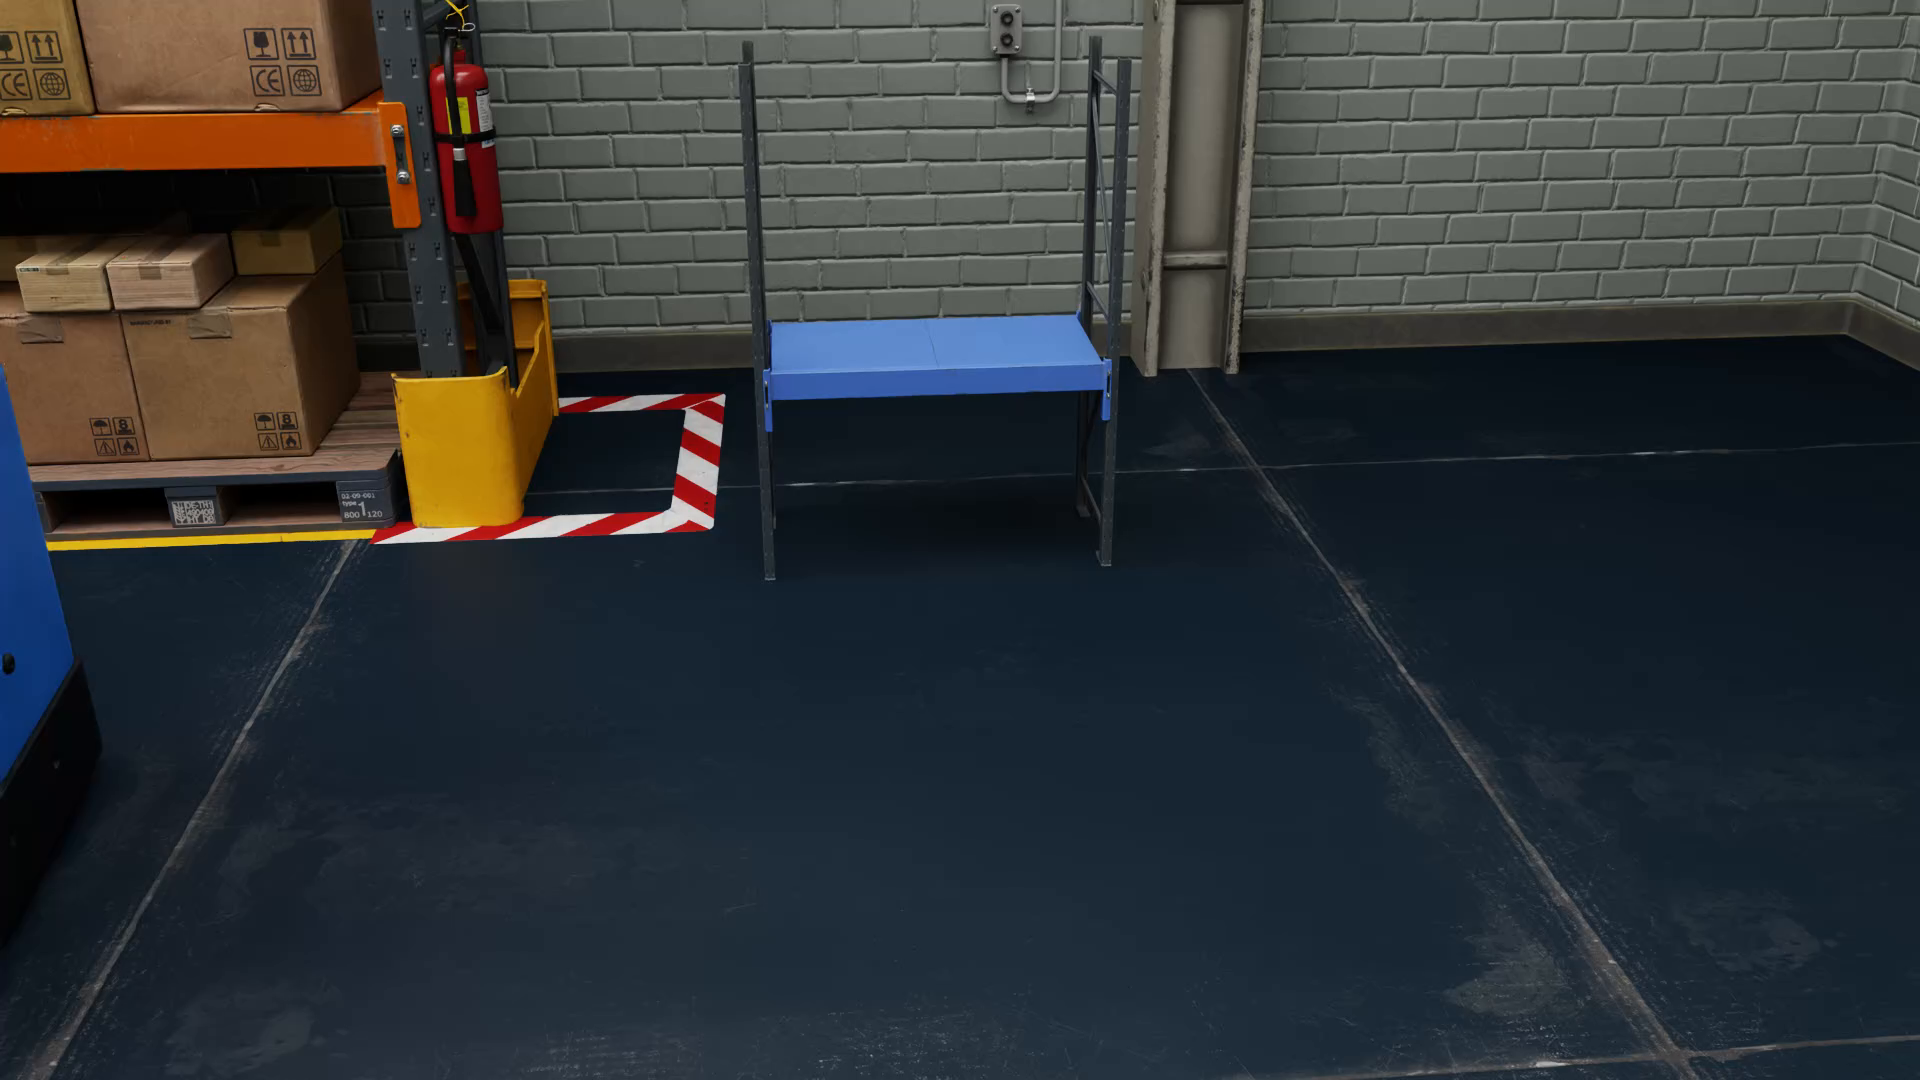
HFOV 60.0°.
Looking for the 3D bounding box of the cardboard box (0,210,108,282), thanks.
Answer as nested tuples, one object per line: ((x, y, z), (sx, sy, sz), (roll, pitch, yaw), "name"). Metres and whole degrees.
((-3.011, -0.980, 5.523), (0.250, 0.149, 0.380), (-2, 24, -5), "cardboard box")

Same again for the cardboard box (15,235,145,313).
((-2.726, -0.835, 5.198), (0.250, 0.149, 0.380), (-2, 24, -4), "cardboard box")

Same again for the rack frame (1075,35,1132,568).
((0.421, -0.702, 4.983), (0.032, 1.500, 0.500), (-2, 24, -5), "rack frame")

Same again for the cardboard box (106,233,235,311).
((-2.472, -0.846, 5.221), (0.250, 0.149, 0.380), (-3, 24, -6), "cardboard box")

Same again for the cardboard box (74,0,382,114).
((-2.182, -1.759, 5.146), (0.700, 0.700, 0.980), (-1, 24, -3), "cardboard box")

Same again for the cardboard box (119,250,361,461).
((-2.362, -0.628, 5.530), (0.500, 0.500, 0.700), (-2, 24, -5), "cardboard box")

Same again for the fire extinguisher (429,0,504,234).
((-1.480, -1.260, 4.947), (0.183, 0.674, 0.296), (-2, 24, -5), "fire extinguisher")

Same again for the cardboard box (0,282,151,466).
((-2.860, -0.608, 5.485), (0.500, 0.500, 0.700), (-2, 24, -5), "cardboard box")

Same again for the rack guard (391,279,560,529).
((-1.652, -0.505, 5.772), (0.348, 0.500, 1.175), (-2, 24, -5), "rack guard")

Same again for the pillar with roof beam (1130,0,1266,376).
((1.350, -3.105, 1.158), (0.400, 9.000, 9.100), (-2, 24, -5), "pillar with roof beam")

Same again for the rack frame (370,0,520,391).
((-1.675, -1.647, 5.262), (0.127, 3.000, 1.000), (-2, 24, -5), "rack frame")

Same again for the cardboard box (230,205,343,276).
((-2.257, -1.010, 5.592), (0.250, 0.149, 0.380), (-2, 24, -5), "cardboard box")

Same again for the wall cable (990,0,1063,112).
((-0.494, -2.544, 6.031), (1.851, 1.984, 0.084), (-2, 24, -5), "wall cable")

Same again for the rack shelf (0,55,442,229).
((-3.666, -1.238, 5.228), (4.000, 0.370, 1.077), (-2, 24, -5), "rack shelf")

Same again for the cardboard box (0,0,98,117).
((-2.905, -1.726, 5.071), (0.700, 0.700, 0.980), (-2, 24, -6), "cardboard box")

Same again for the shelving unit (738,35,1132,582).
((-0.085, -0.682, 4.938), (1.048, 1.500, 0.538), (-2, 24, -5), "shelving unit")

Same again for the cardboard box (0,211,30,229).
((-3.264, -0.969, 5.500), (0.250, 0.149, 0.380), (-2, 24, -4), "cardboard box")

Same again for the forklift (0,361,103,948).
((-3.436, -0.481, 2.724), (3.031, 2.935, 1.130), (-5, 24, -11), "forklift")

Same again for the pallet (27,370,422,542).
((-2.463, -0.309, 5.685), (1.213, 0.211, 1.003), (-2, 24, -5), "pallet")

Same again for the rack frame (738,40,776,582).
((-0.591, -0.662, 4.892), (0.032, 1.500, 0.500), (-2, 24, -5), "rack frame")

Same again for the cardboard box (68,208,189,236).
((-2.762, -0.990, 5.545), (0.250, 0.149, 0.380), (-2, 24, -5), "cardboard box")

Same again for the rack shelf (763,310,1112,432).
((-0.085, -0.518, 5.011), (1.000, 0.185, 0.538), (-2, 24, -5), "rack shelf")
